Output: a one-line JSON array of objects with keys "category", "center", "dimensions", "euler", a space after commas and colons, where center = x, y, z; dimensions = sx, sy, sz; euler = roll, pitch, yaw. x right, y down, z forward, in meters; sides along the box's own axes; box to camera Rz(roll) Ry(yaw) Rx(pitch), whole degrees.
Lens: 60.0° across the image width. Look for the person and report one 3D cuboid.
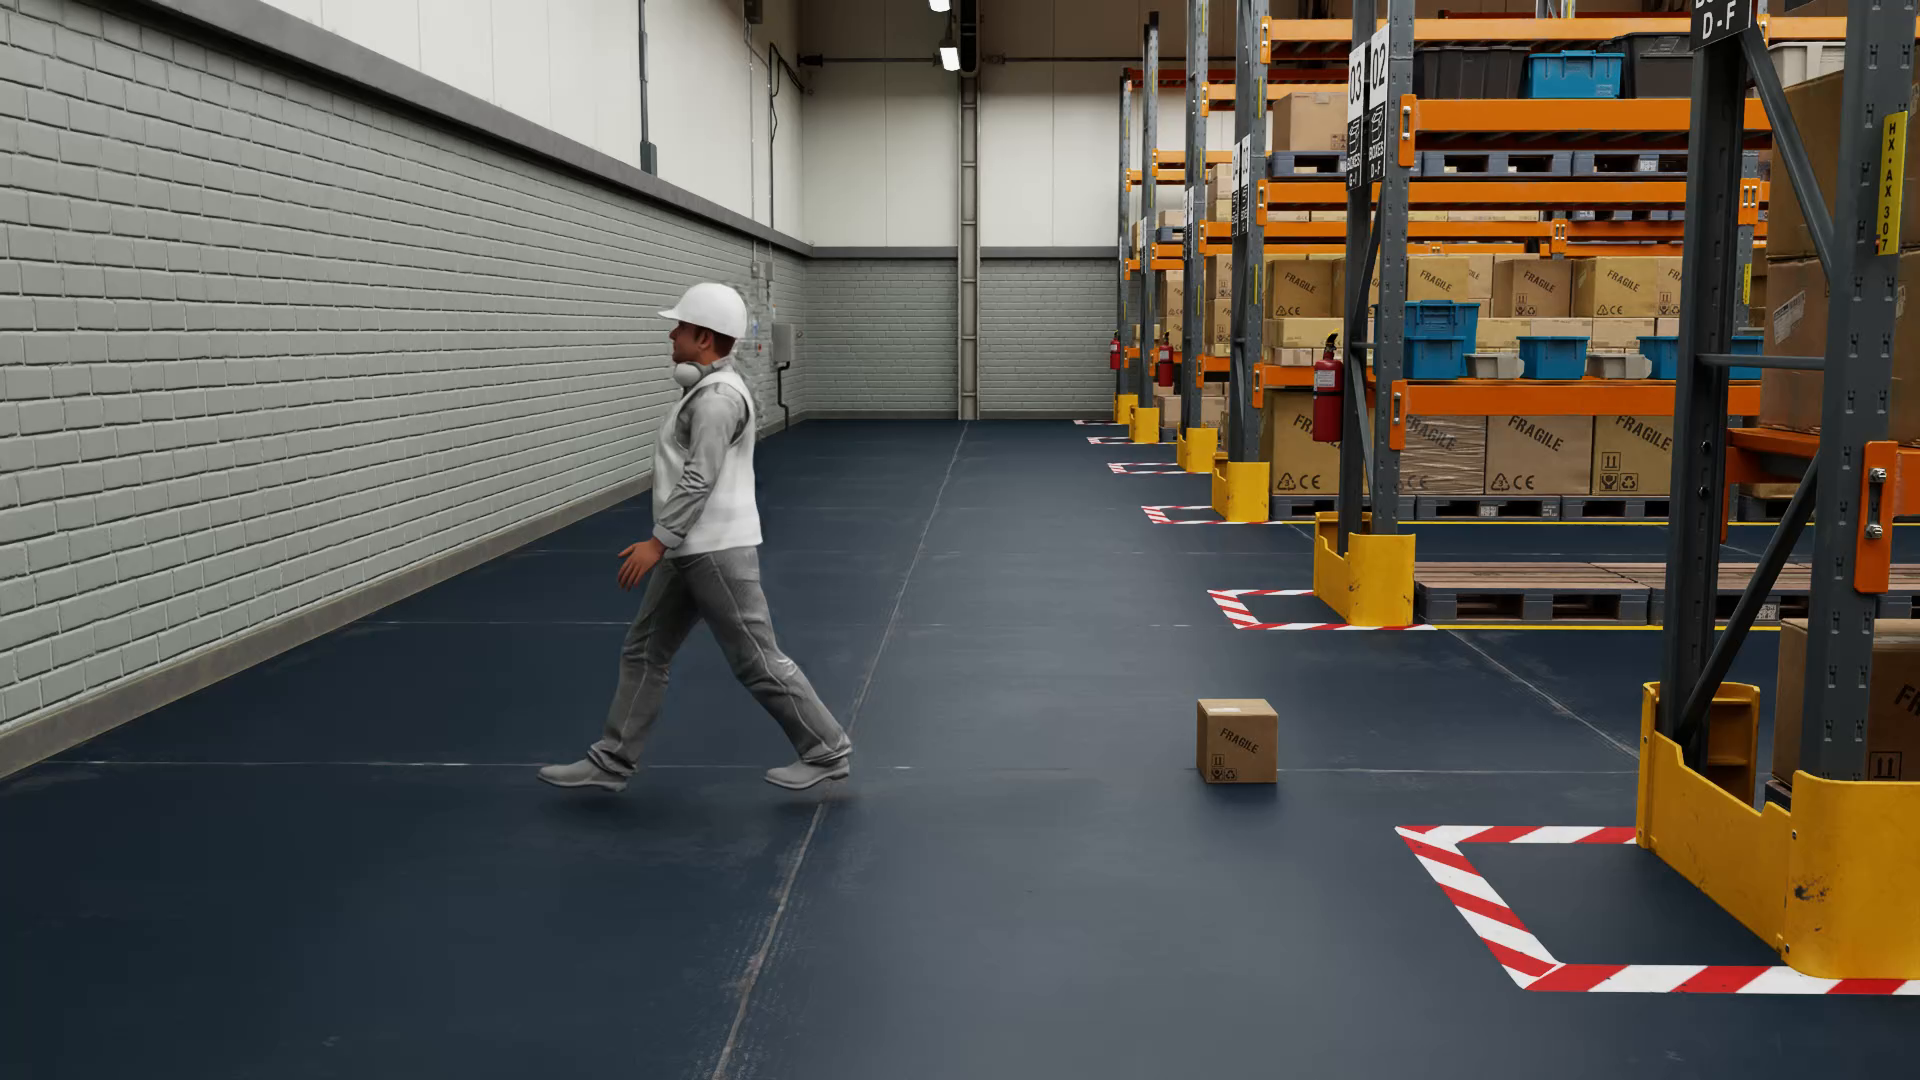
[{"category": "person", "center": [-0.893, 0.012, 5.536], "dimensions": [1.058, 1.719, 0.549], "euler": [-2, 7, -12]}]
